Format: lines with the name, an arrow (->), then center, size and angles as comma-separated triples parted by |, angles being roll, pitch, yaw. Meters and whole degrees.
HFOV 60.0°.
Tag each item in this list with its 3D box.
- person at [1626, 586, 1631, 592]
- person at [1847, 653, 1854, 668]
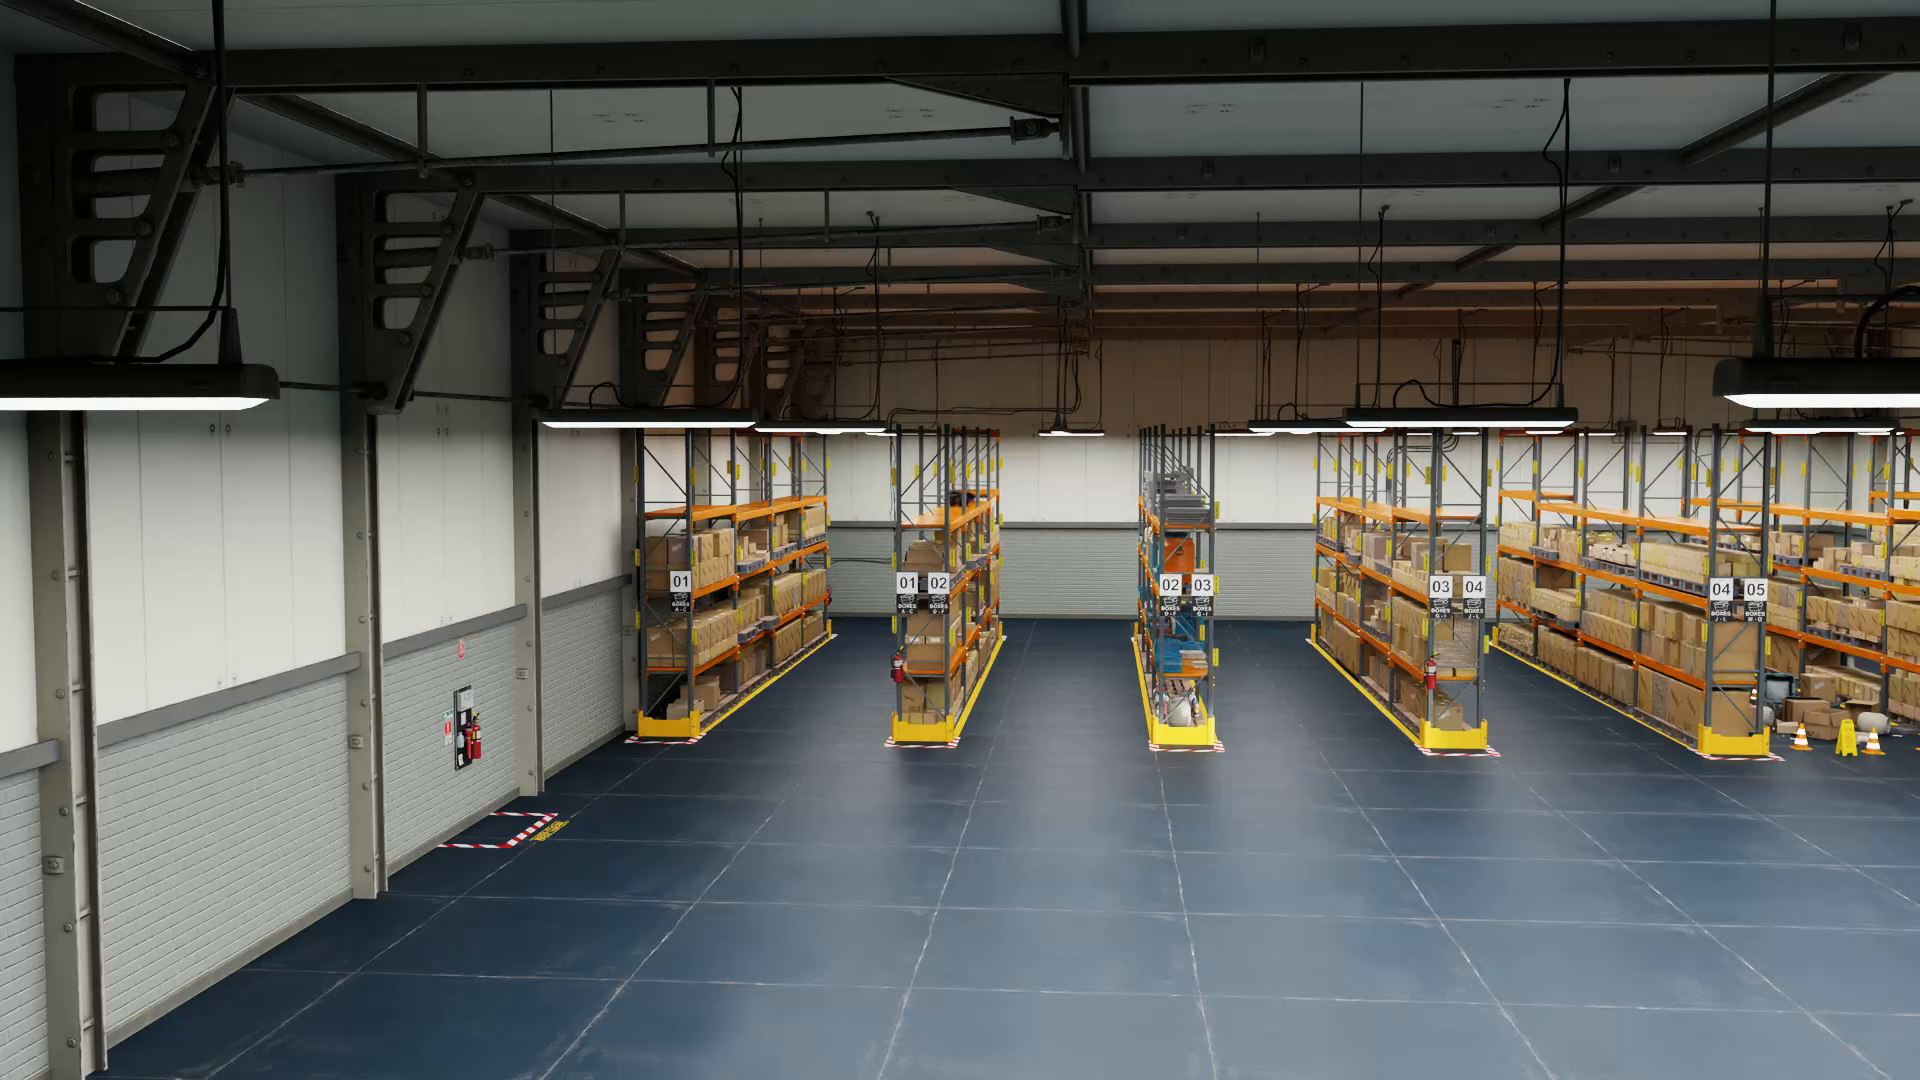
person -> 19.030, 2.082, 47.229 | 0.614, 1.579, 0.539 | 1, 4, 13
person -> 21.210, 2.415, 39.834 | 0.646, 1.752, 0.647 | 0, 3, 6
